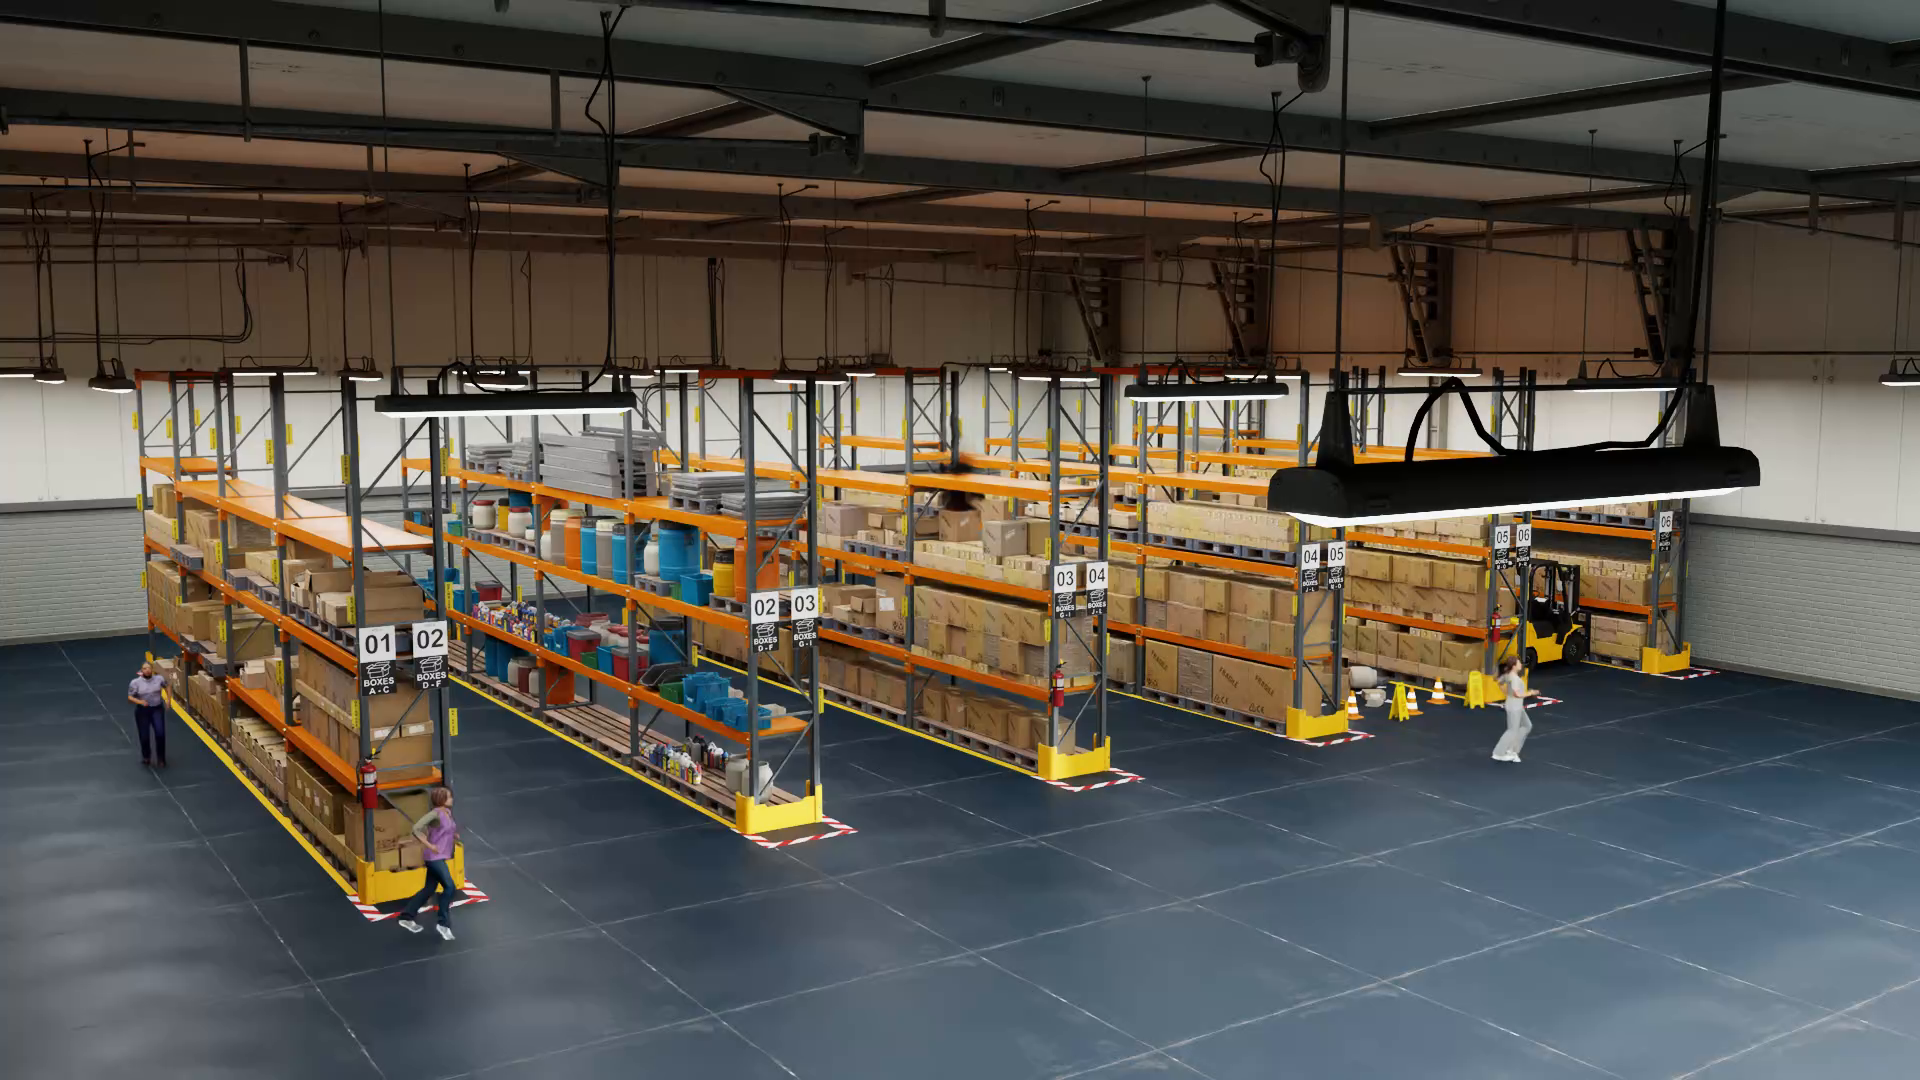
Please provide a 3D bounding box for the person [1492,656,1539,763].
[{"bbox_3d":[8.564,2.621,25.627,0.654,1.689,0.545,1,7,12],"label":"person"}]

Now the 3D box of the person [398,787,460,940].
[{"bbox_3d":[-5.782,3.528,18.162,0.656,1.617,0.583,0,6,-3],"label":"person"}]

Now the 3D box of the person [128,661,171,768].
[{"bbox_3d":[-12.343,2.685,25.376,0.619,1.680,0.691,-4,7,-31],"label":"person"}]
